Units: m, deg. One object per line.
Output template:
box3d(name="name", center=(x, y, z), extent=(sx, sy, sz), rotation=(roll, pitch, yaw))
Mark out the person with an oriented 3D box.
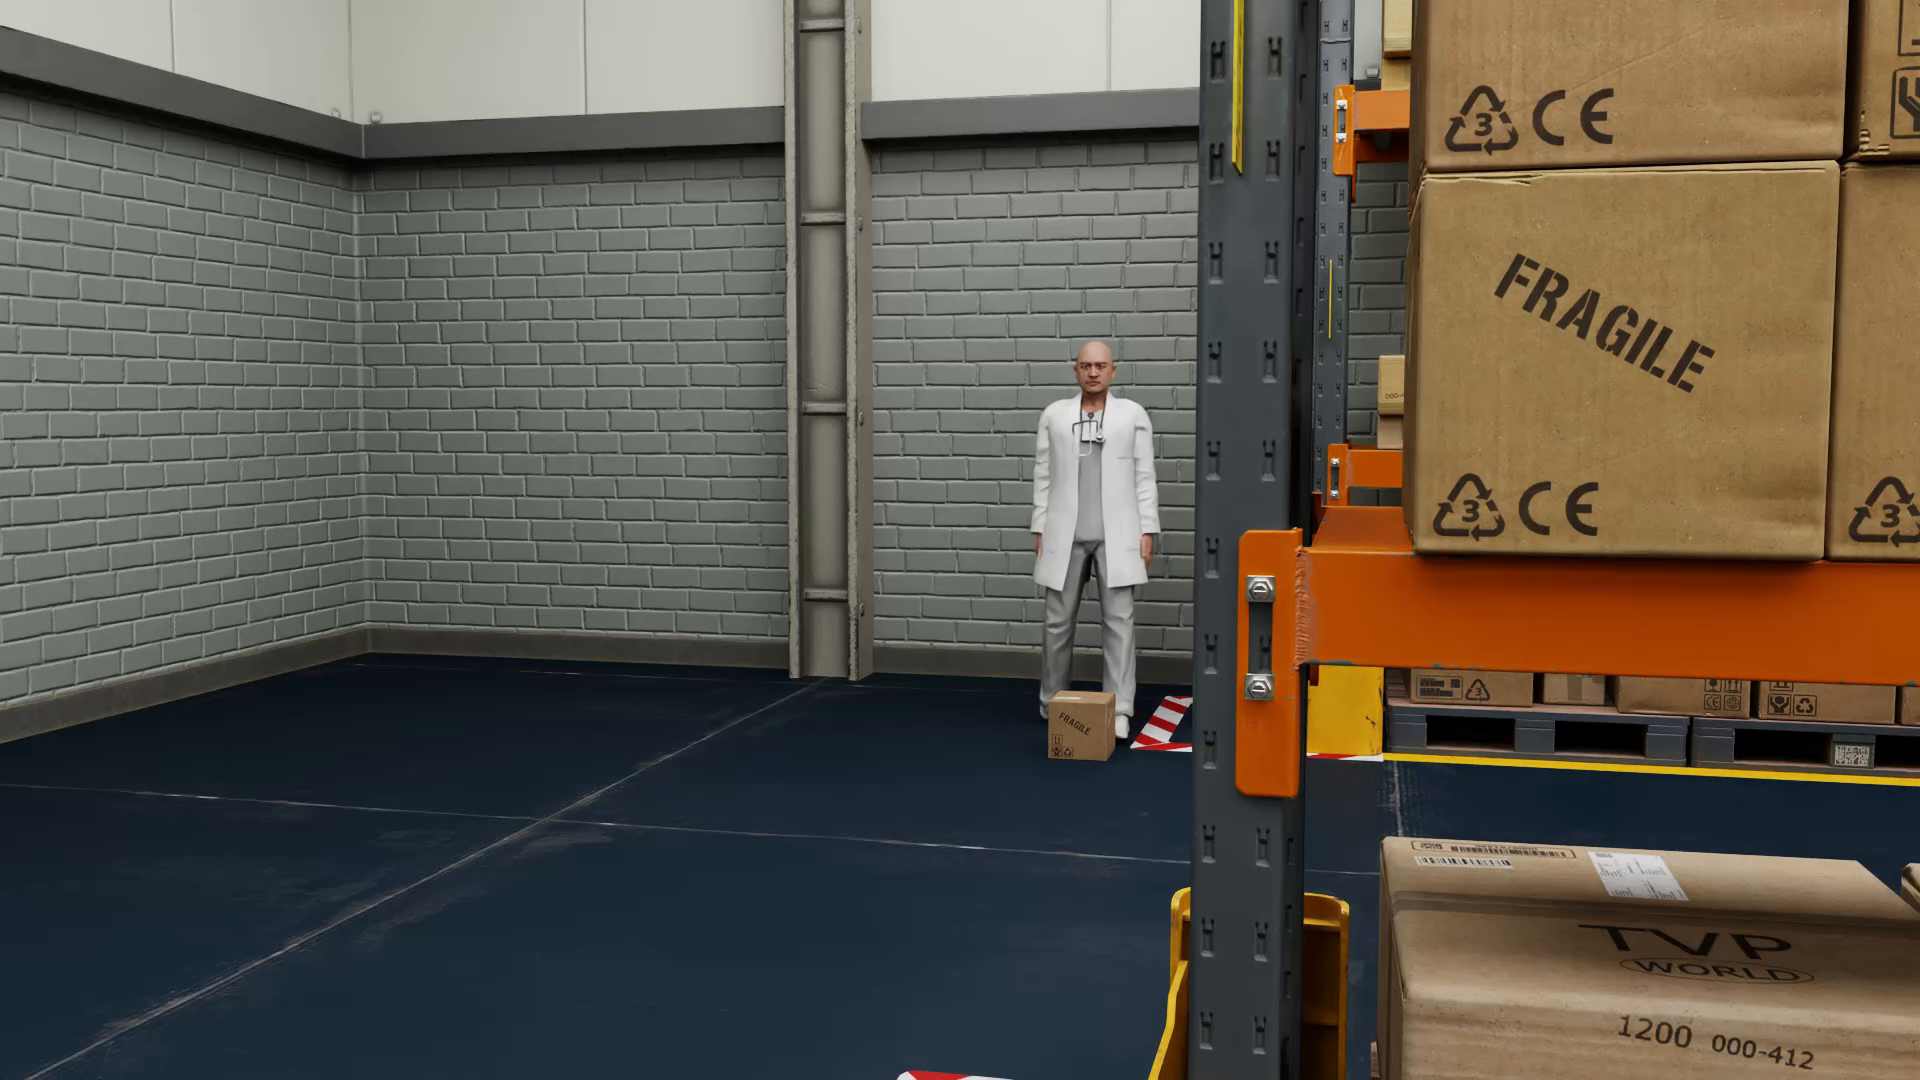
box3d(name="person", center=(0.607, 0.005, 7.542), extent=(0.601, 1.810, 0.569), rotation=(1, 5, 9))
